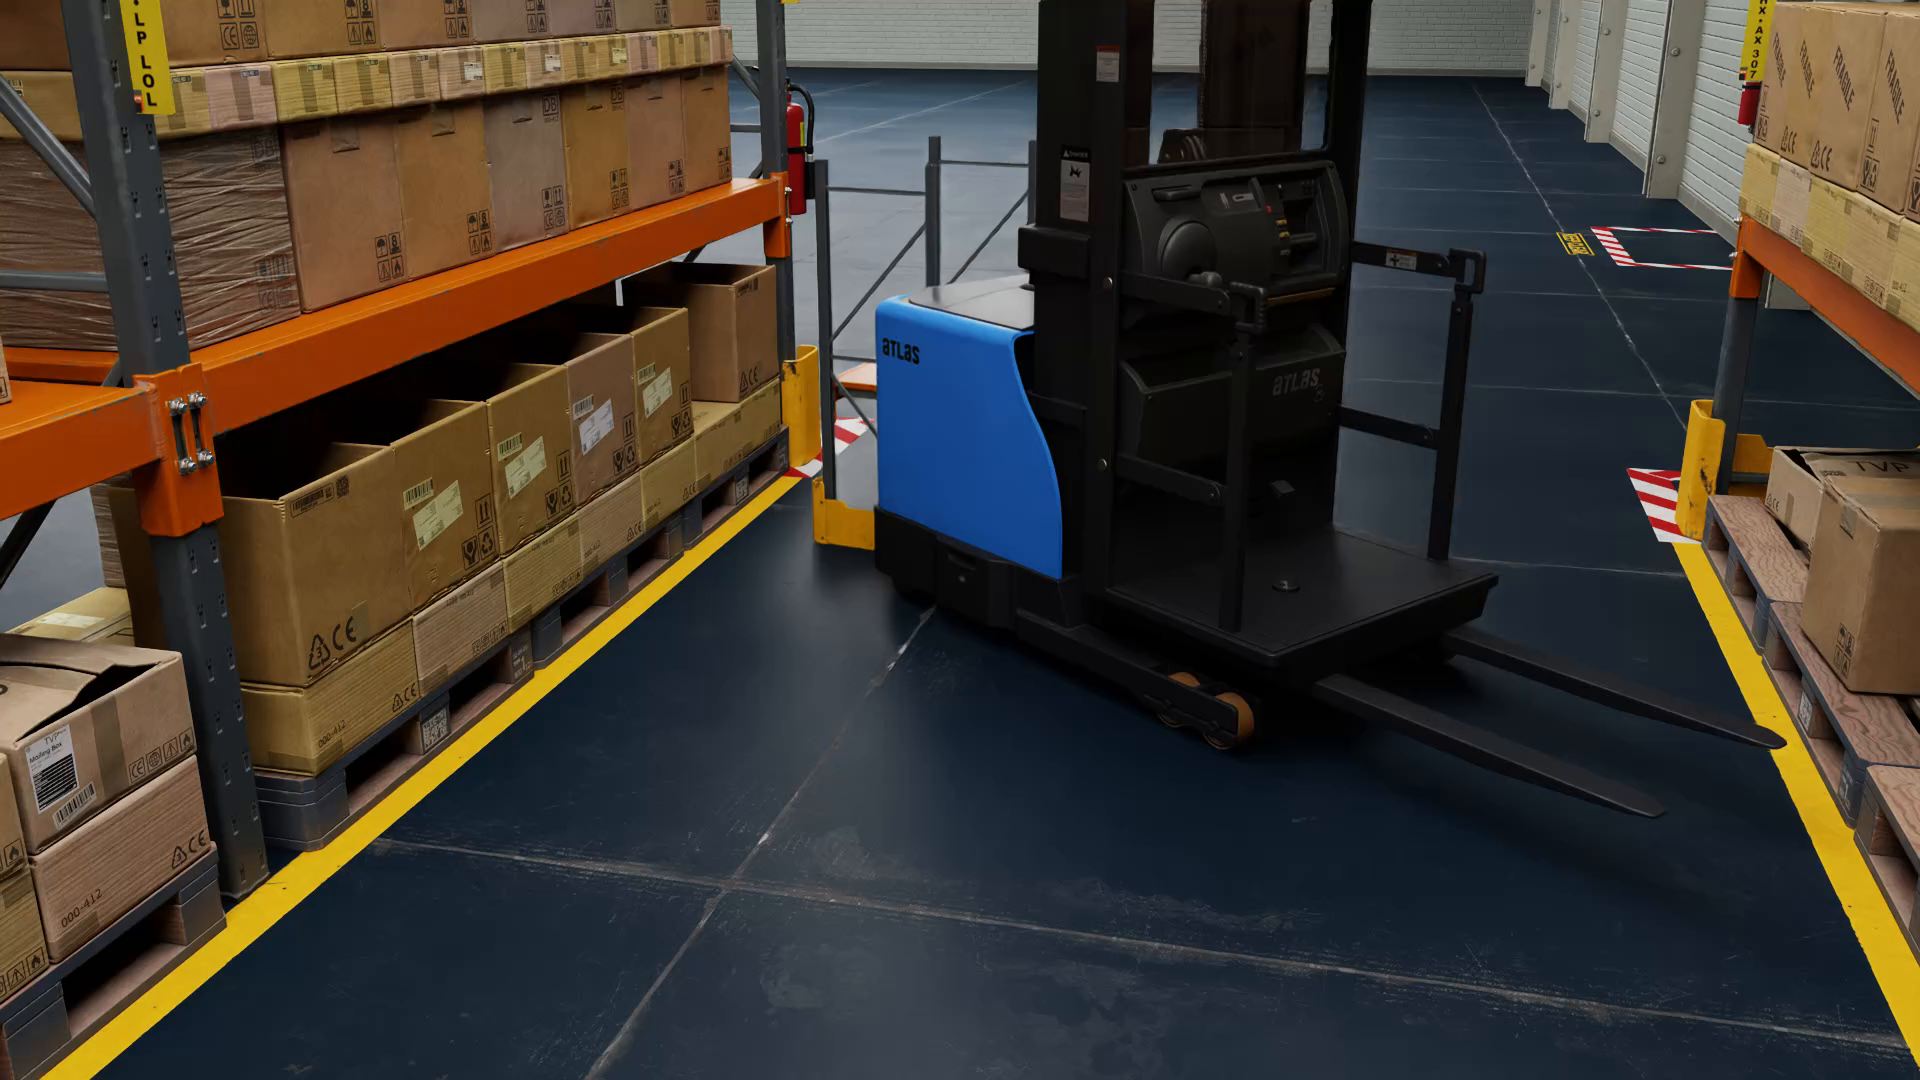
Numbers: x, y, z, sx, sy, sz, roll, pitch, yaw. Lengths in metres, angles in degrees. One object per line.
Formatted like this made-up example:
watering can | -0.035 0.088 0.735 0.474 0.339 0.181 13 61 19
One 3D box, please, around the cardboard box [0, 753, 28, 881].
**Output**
cardboard box | -2.179 0.563 3.136 0.500 0.311 0.500 5 20 15

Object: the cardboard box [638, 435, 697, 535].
cardboard box | -1.335 -0.233 6.333 0.500 0.250 0.500 5 19 13

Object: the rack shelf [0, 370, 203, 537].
rack shelf | -2.726 0.380 2.048 1.077 0.370 4.000 5 19 13

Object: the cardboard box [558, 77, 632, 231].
cardboard box | -1.637 -1.423 6.059 0.700 0.500 0.500 5 19 14

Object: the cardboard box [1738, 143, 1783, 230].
cardboard box | 3.118 -1.262 5.943 0.500 0.250 0.500 4 19 12

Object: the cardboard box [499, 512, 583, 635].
cardboard box | -1.575 0.081 5.415 0.500 0.250 0.500 5 19 13

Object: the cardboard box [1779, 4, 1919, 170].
cardboard box | 3.006 -1.465 5.376 0.500 0.500 0.500 5 19 14

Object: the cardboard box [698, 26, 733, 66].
cardboard box | -1.168 -2.061 6.922 0.380 0.149 0.250 4 19 12

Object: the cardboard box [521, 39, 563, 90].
cardboard box | -1.545 -1.574 5.498 0.380 0.149 0.250 4 19 13

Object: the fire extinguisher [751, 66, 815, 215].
fire extinguisher | -0.780 -1.805 7.451 0.296 0.674 0.183 5 19 13

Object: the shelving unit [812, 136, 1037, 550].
shelving unit | -0.107 -0.827 6.788 0.587 1.500 1.083 8 20 22

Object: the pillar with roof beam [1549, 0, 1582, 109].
pillar with roof beam | 5.902 -11.865 27.503 9.100 9.000 0.400 5 19 13

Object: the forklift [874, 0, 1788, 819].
forklift | 0.998 -0.953 4.942 1.130 2.935 3.031 -15 24 -36

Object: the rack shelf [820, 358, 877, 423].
rack shelf | -0.104 -0.659 6.854 0.538 0.185 1.000 8 20 22

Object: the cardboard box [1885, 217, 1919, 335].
cardboard box | 2.627 -0.623 4.072 0.500 0.250 0.500 5 19 13

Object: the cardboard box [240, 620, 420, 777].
cardboard box | -1.830 0.393 4.499 0.500 0.250 0.500 5 19 13

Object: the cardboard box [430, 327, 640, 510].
cardboard box | -1.456 -0.431 5.753 0.500 0.500 0.500 5 19 13

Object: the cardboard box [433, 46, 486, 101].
cardboard box | -1.673 -1.415 5.032 0.380 0.149 0.250 4 19 12

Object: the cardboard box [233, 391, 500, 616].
cardboard box | -1.706 -0.118 4.836 0.500 0.500 0.500 5 19 13

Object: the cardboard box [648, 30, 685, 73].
cardboard box | -1.293 -1.899 6.447 0.380 0.149 0.250 4 19 13

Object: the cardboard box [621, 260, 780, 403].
cardboard box | -1.102 -0.902 7.132 0.500 0.500 0.500 5 19 13

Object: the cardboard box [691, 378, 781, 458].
cardboard box | -1.104 -0.547 7.254 0.500 0.250 0.500 5 19 13

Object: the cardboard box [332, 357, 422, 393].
cardboard box | -2.084 -0.315 5.415 0.500 0.500 0.500 5 19 13

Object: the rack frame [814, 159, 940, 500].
rack frame | -0.309 -0.679 6.355 0.500 1.500 0.032 8 20 22

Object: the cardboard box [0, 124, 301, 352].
cardboard box | -2.135 -0.775 4.160 0.700 0.500 0.500 4 19 12

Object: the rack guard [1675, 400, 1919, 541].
rack guard | 3.526 -0.245 6.630 1.175 0.500 0.348 5 19 13

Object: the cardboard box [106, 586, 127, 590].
cardboard box | -2.204 0.196 5.076 0.500 0.250 0.500 5 19 13

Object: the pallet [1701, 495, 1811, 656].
pallet | 3.293 0.144 5.940 1.003 0.211 1.213 5 19 13

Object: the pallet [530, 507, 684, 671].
pallet | -1.706 0.102 6.061 1.003 0.211 1.213 5 19 13

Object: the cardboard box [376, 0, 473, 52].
cardboard box | -1.890 -1.704 4.873 0.700 0.500 0.500 5 19 13

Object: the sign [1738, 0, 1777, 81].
sign | 3.019 -1.904 6.281 0.100 0.325 0.005 5 19 13

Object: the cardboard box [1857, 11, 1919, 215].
cardboard box | 2.759 -1.140 4.427 0.500 0.500 0.500 5 20 15

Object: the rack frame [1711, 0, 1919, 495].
rack frame | 3.545 -1.451 6.296 1.000 3.000 0.127 5 19 13

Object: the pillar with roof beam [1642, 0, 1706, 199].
pillar with roof beam | 2.970 -8.104 16.491 9.100 9.000 0.400 5 19 13

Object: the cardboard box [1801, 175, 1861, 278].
cardboard box | 2.874 -0.939 4.997 0.500 0.250 0.500 4 19 13

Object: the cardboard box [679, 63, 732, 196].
cardboard box | -1.386 -1.743 6.996 0.700 0.500 0.500 5 19 13

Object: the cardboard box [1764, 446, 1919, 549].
cardboard box | 3.288 -0.177 6.045 0.500 0.311 0.500 2 19 7

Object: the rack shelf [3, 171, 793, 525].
rack shelf | -1.748 -0.874 5.719 1.077 0.370 4.000 5 19 13

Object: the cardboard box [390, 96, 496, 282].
cardboard box | -1.886 -1.097 5.105 0.700 0.500 0.500 5 19 14

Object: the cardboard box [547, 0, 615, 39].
cardboard box | -1.645 -2.017 5.791 0.700 0.500 0.500 5 19 14

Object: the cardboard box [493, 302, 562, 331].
cardboard box | -1.836 -0.629 6.332 0.500 0.500 0.500 5 19 13

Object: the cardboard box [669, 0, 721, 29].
cardboard box | -1.399 -2.341 6.738 0.700 0.500 0.500 5 19 14

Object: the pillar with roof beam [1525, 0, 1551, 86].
pillar with roof beam | 7.368 -13.746 33.009 9.100 9.000 0.400 5 19 13

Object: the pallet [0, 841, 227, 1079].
pallet | -2.379 0.966 3.533 1.003 0.211 1.213 5 19 13

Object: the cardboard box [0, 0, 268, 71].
cardboard box | -2.135 -1.388 3.950 0.700 0.500 0.500 5 19 14

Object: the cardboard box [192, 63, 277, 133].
cardboard box | -1.922 -1.090 4.078 0.380 0.149 0.250 5 19 14

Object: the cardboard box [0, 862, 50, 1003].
cardboard box | -2.183 0.826 3.233 0.500 0.250 0.500 4 19 13

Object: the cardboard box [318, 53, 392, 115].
cardboard box | -1.798 -1.253 4.557 0.380 0.149 0.250 4 19 13

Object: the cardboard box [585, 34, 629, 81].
cardboard box | -1.421 -1.738 5.976 0.380 0.149 0.250 5 20 15

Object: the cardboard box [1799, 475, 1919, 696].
cardboard box | 2.921 0.138 4.830 0.700 0.500 0.500 3 19 10
